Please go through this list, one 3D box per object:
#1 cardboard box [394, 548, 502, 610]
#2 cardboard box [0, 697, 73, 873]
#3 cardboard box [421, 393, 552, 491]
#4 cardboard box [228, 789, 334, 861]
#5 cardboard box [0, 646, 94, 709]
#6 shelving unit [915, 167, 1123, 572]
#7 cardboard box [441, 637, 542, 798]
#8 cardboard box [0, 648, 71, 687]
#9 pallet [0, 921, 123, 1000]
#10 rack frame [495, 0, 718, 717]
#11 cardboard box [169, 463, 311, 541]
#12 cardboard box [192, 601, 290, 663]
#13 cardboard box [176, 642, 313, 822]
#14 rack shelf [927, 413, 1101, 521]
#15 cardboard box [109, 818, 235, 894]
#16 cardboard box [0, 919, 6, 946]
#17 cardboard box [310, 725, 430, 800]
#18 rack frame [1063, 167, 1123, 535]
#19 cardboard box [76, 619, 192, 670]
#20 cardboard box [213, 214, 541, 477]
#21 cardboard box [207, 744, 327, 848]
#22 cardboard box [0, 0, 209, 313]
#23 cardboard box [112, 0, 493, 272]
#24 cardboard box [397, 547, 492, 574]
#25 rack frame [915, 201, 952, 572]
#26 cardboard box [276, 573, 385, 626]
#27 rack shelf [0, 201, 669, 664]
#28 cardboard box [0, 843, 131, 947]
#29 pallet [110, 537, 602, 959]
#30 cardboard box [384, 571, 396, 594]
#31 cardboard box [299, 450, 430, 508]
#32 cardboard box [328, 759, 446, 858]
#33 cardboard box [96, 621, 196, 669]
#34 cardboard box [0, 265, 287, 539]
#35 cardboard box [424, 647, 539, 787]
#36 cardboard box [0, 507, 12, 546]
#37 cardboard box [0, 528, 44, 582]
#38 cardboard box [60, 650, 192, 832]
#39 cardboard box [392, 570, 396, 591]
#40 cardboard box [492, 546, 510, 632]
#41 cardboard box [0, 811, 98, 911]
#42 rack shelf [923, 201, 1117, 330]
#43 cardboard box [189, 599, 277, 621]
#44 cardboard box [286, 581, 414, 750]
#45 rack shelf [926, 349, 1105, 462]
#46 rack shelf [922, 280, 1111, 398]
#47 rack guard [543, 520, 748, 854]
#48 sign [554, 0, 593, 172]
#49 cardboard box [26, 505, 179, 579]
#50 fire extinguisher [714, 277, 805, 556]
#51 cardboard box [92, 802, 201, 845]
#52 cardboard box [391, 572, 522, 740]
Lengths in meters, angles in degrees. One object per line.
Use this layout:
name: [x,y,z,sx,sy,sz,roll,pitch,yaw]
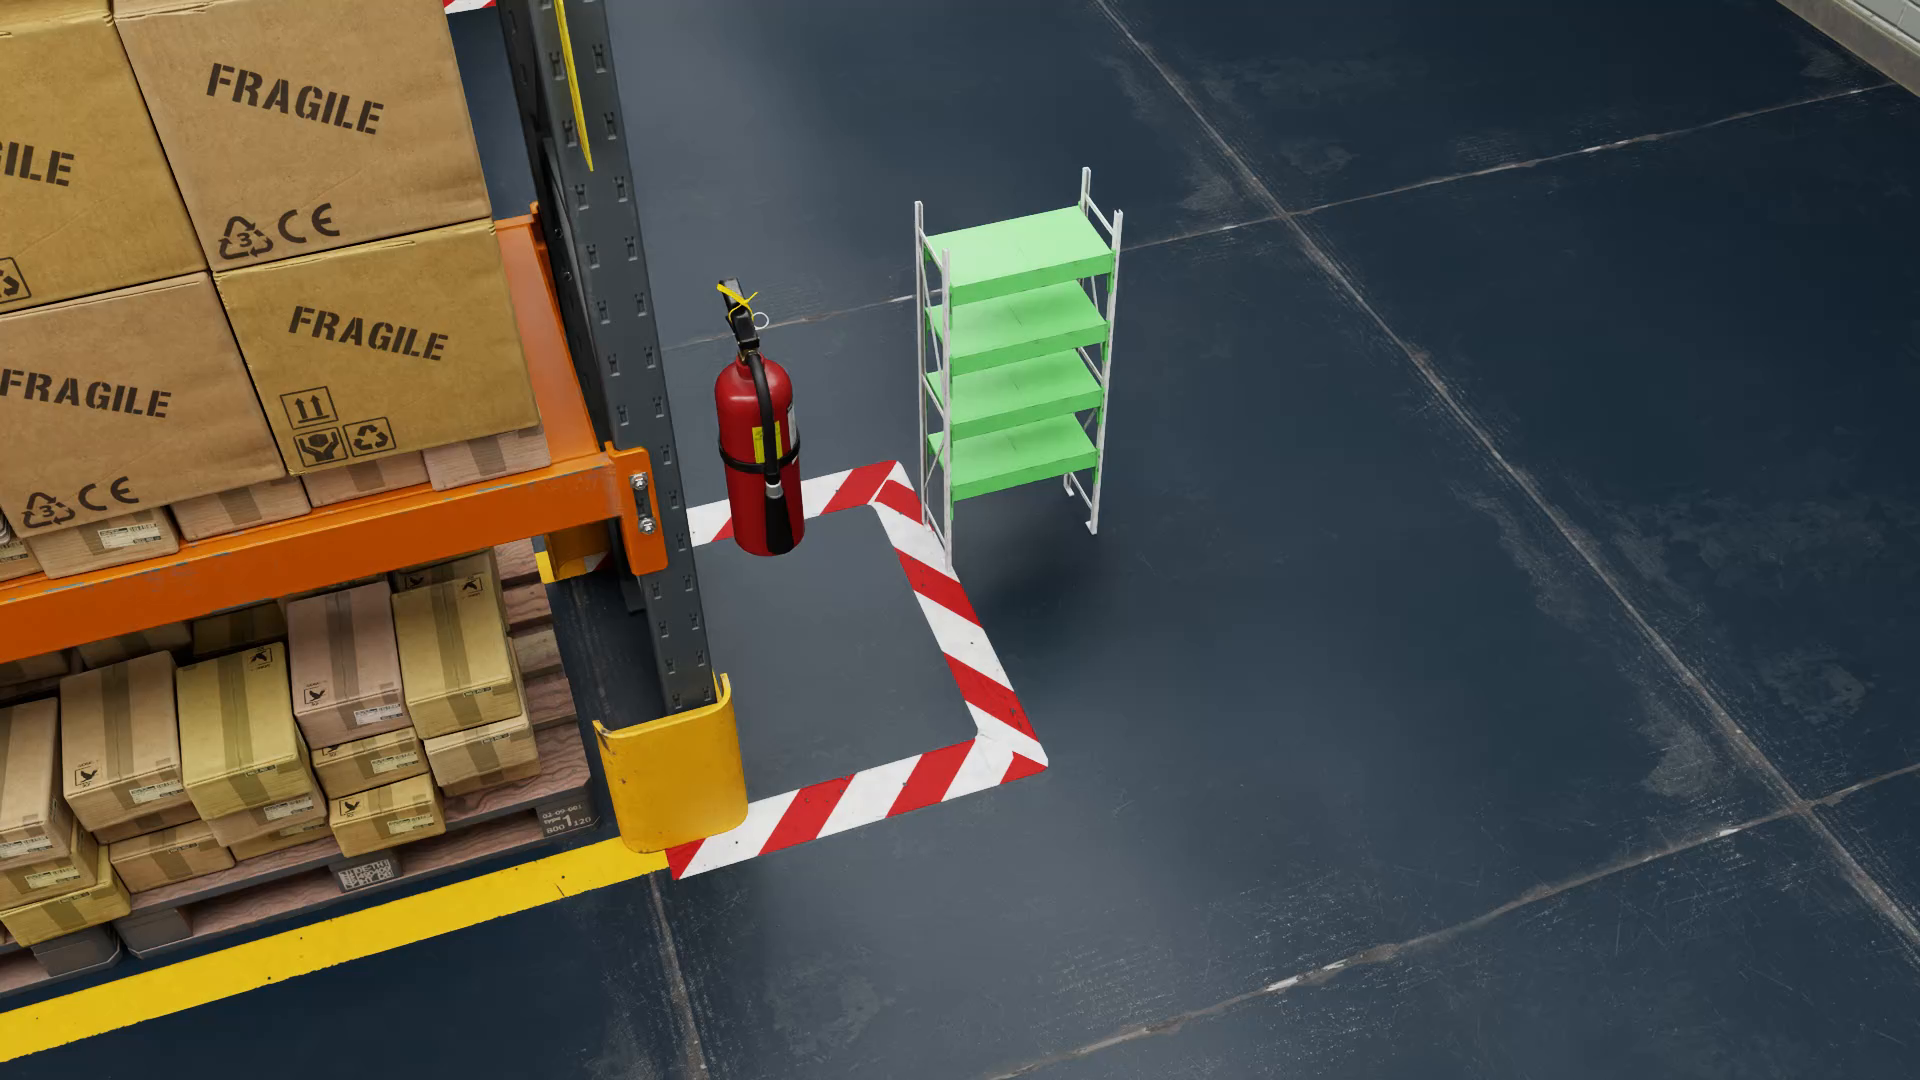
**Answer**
cardboard box: [-1.425,0.047,4.591,0.250,0.149,0.380,-13,46,-12]
cardboard box: [-2.212,0.574,3.856,0.250,0.149,0.380,-13,46,-12]
cardboard box: [-1.056,-0.305,3.614,0.250,0.149,0.380,-14,47,-14]
cardboard box: [-1.755,0.598,4.252,0.250,0.149,0.380,-15,47,-14]
cardboard box: [-2.397,0.310,4.330,0.250,0.149,0.380,-16,47,-16]
shelving unit: [0.156,-0.463,4.865,0.503,1.200,0.258,-14,47,-14]
cardboard box: [-1.269,0.463,4.387,0.250,0.149,0.380,-14,47,-13]
cardboard box: [-2.421,0.184,4.245,0.250,0.149,0.380,-13,46,-12]
pallet: [-2.838,0.805,4.299,1.213,0.211,1.003,-14,47,-14]
rack frame: [-0.845,-0.661,3.791,0.127,3.000,1.000,-14,47,-14]
cardboard box: [-1.533,-0.200,3.509,0.250,0.149,0.380,-15,47,-14]
cardboard box: [-1.902,0.194,4.446,0.250,0.149,0.380,-14,47,-13]
cardboard box: [-1.713,0.453,3.977,0.250,0.149,0.380,-15,47,-15]
rack shelf: [0.156,-0.249,5.080,0.480,0.148,0.258,-14,47,-14]
cardboard box: [-1.982,0.667,4.184,0.250,0.149,0.380,-14,47,-13]
cardboard box: [-2.465,0.822,4.029,0.250,0.149,0.380,-13,47,-13]
cardboard box: [-1.509,0.437,4.203,0.250,0.149,0.380,-15,47,-15]
rack frame: [0.385,-0.522,4.923,0.015,1.200,0.240,-14,47,-14]
cardboard box: [-2.157,0.124,4.305,0.250,0.149,0.380,-16,47,-16]
cardboard box: [-1.180,-0.521,3.371,0.500,0.500,0.500,-13,47,-13]
cardboard box: [-1.733,0.536,4.105,0.250,0.149,0.380,-16,47,-15]
cardboard box: [-1.668,-0.756,2.899,0.500,0.500,0.500,-16,47,-15]
cardboard box: [-1.191,-0.878,3.021,0.500,0.500,0.500,-15,47,-15]
cardboard box: [-1.453,-0.113,4.541,0.250,0.149,0.380,-16,47,-16]
rack frame: [-0.074,-0.405,4.806,0.015,1.200,0.240,-14,47,-14]
cardboard box: [-1.672,0.034,4.395,0.250,0.149,0.380,-14,47,-13]
rack shelf: [-2.726,0.074,3.566,4.000,0.370,1.077,-14,47,-14]
cardboard box: [-2.201,0.770,4.081,0.250,0.149,0.380,-16,47,-16]
pallet: [-1.693,0.514,4.589,1.213,0.211,1.003,-14,47,-14]
cardboard box: [-1.702,0.076,4.563,0.250,0.149,0.380,-15,47,-14]
cardboard box: [-1.302,-0.270,3.579,0.250,0.149,0.380,-14,47,-14]
cardboard box: [-1.477,0.592,4.258,0.250,0.149,0.380,-13,47,-13]
cardboard box: [-2.180,0.183,4.456,0.250,0.149,0.380,-13,47,-13]
cardboard box: [-1.666,-0.401,3.251,0.500,0.500,0.500,-15,47,-15]
cardboard box: [-1.244,0.410,4.230,0.250,0.149,0.380,-16,47,-15]
cardboard box: [-2.140,-0.273,3.123,0.500,0.500,0.500,-14,47,-14]
cardboard box: [-2.023,-0.079,3.389,0.250,0.149,0.380,-16,47,-16]
cardboard box: [-1.978,0.473,3.957,0.250,0.149,0.380,-16,47,-15]
cardboard box: [-1.665,0.228,4.622,0.250,0.149,0.380,-15,47,-14]
cardboard box: [-1.446,0.110,4.739,0.250,0.149,0.380,-13,47,-13]
cardboard box: [-2.215,0.669,3.972,0.250,0.149,0.380,-14,47,-13]
rack shelf: [0.156,-0.757,4.570,0.480,0.148,0.258,-14,47,-14]
cardboard box: [-1.952,0.009,4.420,0.250,0.149,0.380,-14,47,-14]
cardboard box: [-1.513,0.306,4.124,0.250,0.149,0.380,-13,47,-13]
rack shelf: [0.156,-0.418,4.910,0.480,0.148,0.258,-14,47,-14]
rack shelf: [0.156,-0.588,4.740,0.480,0.148,0.258,-14,47,-14]
rack guard: [-0.916,0.240,4.658,0.348,0.500,1.175,-14,47,-14]
sign: [-0.675,-0.806,2.895,0.005,0.325,0.100,-14,47,-14]
cardboard box: [-1.765,-0.123,3.432,0.250,0.149,0.380,-13,47,-13]
fire extinguisher: [-0.451,-0.255,3.704,0.183,0.674,0.296,-14,47,-14]
cardboard box: [-2.020,0.532,4.109,0.250,0.149,0.380,-15,47,-14]
cardboard box: [-1.257,0.284,4.146,0.250,0.149,0.380,-14,47,-13]
